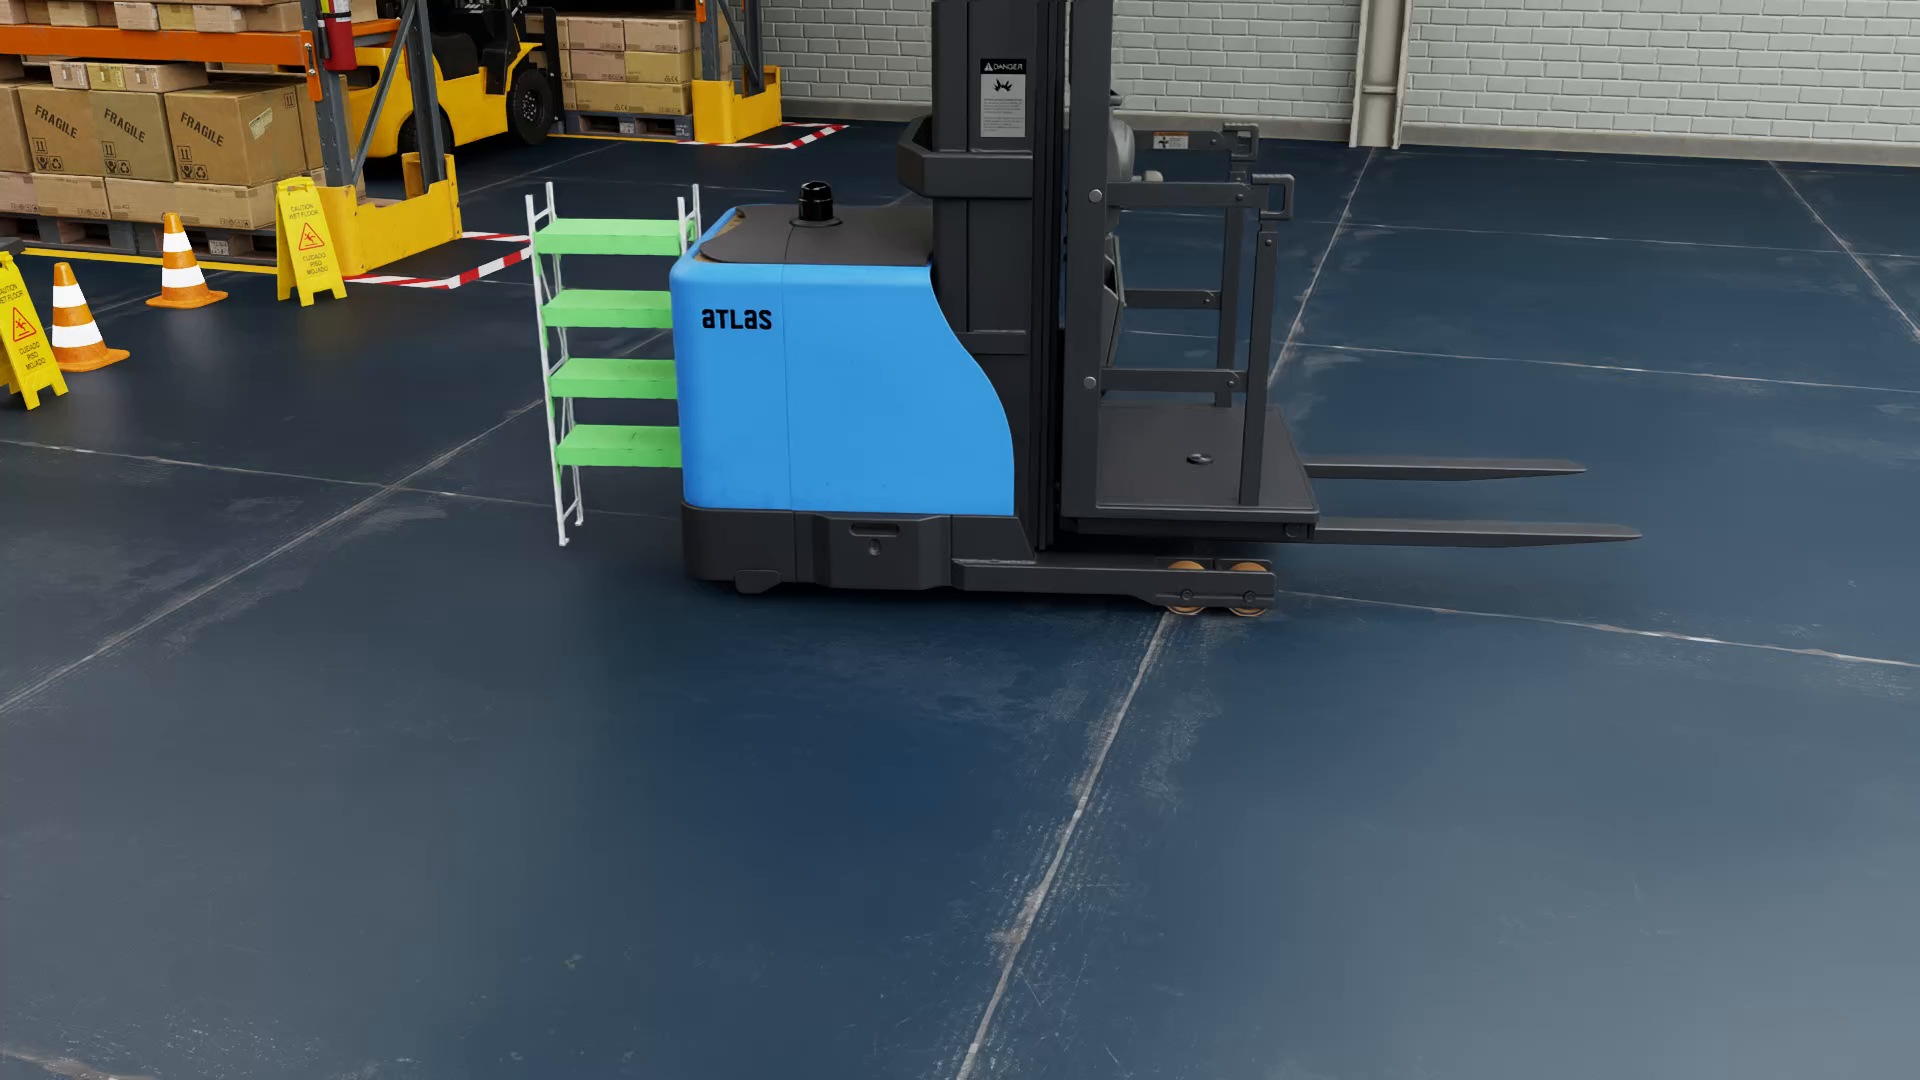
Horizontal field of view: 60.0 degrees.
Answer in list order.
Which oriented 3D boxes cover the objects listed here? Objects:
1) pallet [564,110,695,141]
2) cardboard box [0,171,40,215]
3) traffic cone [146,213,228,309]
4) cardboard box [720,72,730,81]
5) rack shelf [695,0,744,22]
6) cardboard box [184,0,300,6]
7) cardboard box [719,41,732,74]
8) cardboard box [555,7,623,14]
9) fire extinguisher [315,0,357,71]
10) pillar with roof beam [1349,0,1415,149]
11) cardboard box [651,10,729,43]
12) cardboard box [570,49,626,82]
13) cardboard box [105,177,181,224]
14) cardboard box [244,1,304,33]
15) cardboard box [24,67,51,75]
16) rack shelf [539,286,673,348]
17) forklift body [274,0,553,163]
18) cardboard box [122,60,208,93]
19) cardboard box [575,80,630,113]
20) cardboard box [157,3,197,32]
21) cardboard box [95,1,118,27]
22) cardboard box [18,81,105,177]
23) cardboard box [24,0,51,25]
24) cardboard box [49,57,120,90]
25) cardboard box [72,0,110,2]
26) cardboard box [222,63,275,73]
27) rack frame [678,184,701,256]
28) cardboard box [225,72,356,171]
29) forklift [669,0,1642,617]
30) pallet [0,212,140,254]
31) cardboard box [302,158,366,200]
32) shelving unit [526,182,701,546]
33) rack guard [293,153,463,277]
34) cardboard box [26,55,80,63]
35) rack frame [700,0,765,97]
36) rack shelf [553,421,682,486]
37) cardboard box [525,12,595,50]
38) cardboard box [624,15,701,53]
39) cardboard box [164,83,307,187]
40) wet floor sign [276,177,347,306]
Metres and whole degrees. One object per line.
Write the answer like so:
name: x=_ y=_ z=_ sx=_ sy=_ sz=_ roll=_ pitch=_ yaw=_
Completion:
pallet: x=-2.664 y=-3.676 z=14.452 sx=1.213 sy=0.211 sz=1.003 roll=7 pitch=23 yaw=16
cardboard box: x=-5.670 y=-2.179 z=10.200 sx=0.500 sy=0.250 sz=0.500 roll=6 pitch=23 yaw=15
traffic cone: x=-4.134 y=-1.498 z=8.812 sx=0.334 sy=0.463 sz=0.336 roll=7 pitch=23 yaw=16
cardboard box: x=-2.334 y=-3.944 z=14.502 sx=0.500 sy=0.250 sz=0.500 roll=7 pitch=23 yaw=16
rack shelf: x=-3.835 y=-4.783 z=14.427 sx=4.000 sy=0.370 sz=1.077 roll=7 pitch=23 yaw=16
cardboard box: x=-3.949 y=-3.236 z=9.184 sx=0.500 sy=0.500 sz=0.500 roll=6 pitch=23 yaw=15
cardboard box: x=-2.310 y=-4.177 z=14.413 sx=0.500 sy=0.250 sz=0.500 roll=7 pitch=23 yaw=16
cardboard box: x=-3.280 y=-4.515 z=14.578 sx=0.500 sy=0.250 sz=0.500 roll=6 pitch=23 yaw=15
fire extinguisher: x=-3.374 y=-2.877 z=8.934 sx=0.183 sy=0.674 sz=0.296 roll=7 pitch=23 yaw=16
pillar with roof beam: x=2.175 y=-5.854 z=8.185 sx=0.400 sy=9.000 sz=9.100 roll=7 pitch=23 yaw=16
cardboard box: x=-2.325 y=-4.403 z=14.304 sx=0.500 sy=0.250 sz=0.500 roll=6 pitch=23 yaw=15
cardboard box: x=-2.953 y=-4.049 z=14.100 sx=0.500 sy=0.250 sz=0.500 roll=6 pitch=23 yaw=15
cardboard box: x=-4.695 y=-2.066 z=9.923 sx=0.500 sy=0.250 sz=0.500 roll=7 pitch=23 yaw=16
cardboard box: x=-3.770 y=-2.940 z=9.316 sx=0.250 sy=0.149 sz=0.380 roll=7 pitch=23 yaw=17
cardboard box: x=-5.559 y=-2.723 z=10.537 sx=0.500 sy=0.500 sz=0.500 roll=8 pitch=24 yaw=18
rack shelf: x=-1.118 y=-0.737 z=5.522 sx=0.480 sy=0.148 sz=0.258 roll=1 pitch=22 yaw=3
forklift body: x=-4.262 y=-4.049 z=12.808 sx=1.214 sy=2.155 sz=2.313 roll=7 pitch=23 yaw=16
cardboard box: x=-4.563 y=-2.671 z=9.557 sx=0.250 sy=0.149 sz=0.380 roll=7 pitch=23 yaw=17
cardboard box: x=-2.934 y=-3.814 z=14.185 sx=0.500 sy=0.250 sz=0.500 roll=7 pitch=23 yaw=15
cardboard box: x=-4.284 y=-2.964 z=9.373 sx=0.250 sy=0.149 sz=0.380 roll=6 pitch=23 yaw=15
cardboard box: x=-4.744 y=-3.060 z=9.608 sx=0.250 sy=0.149 sz=0.380 roll=7 pitch=23 yaw=16
cardboard box: x=-5.174 y=-2.469 z=9.919 sx=0.500 sy=0.500 sz=0.500 roll=6 pitch=23 yaw=14
cardboard box: x=-5.228 y=-3.115 z=9.742 sx=0.250 sy=0.149 sz=0.380 roll=7 pitch=23 yaw=16
cardboard box: x=-5.055 y=-2.729 z=9.699 sx=0.250 sy=0.149 sz=0.380 roll=8 pitch=23 yaw=18
cardboard box: x=-4.905 y=-3.349 z=9.458 sx=0.500 sy=0.500 sz=0.500 roll=6 pitch=23 yaw=15
cardboard box: x=-6.252 y=-4.484 z=15.325 sx=0.625 sy=0.625 sz=0.875 roll=8 pitch=24 yaw=18
rack frame: x=-0.874 y=-0.568 z=5.574 sx=0.015 sy=1.200 sz=0.240 roll=1 pitch=22 yaw=3
cardboard box: x=-4.065 y=-2.554 z=10.124 sx=0.500 sy=0.500 sz=0.500 roll=6 pitch=23 yaw=14
forklift: x=0.651 y=-1.325 z=5.138 sx=3.031 sy=2.935 sz=1.130 roll=1 pitch=22 yaw=3
pallet: x=-5.355 y=-2.048 z=10.484 sx=1.213 sy=0.211 sz=1.003 roll=7 pitch=23 yaw=16
cardboard box: x=-4.042 y=-2.204 z=10.261 sx=0.500 sy=0.250 sz=0.500 roll=6 pitch=23 yaw=15
shelving unit: x=-1.118 y=-0.574 z=5.589 sx=0.503 sy=1.200 sz=0.258 roll=1 pitch=22 yaw=3
rack guard: x=-3.423 y=-1.945 z=9.853 sx=0.348 sy=0.500 sz=1.175 roll=7 pitch=23 yaw=16
cardboard box: x=-8.358 y=-4.727 z=15.918 sx=0.625 sy=0.625 sz=0.875 roll=7 pitch=23 yaw=17
rack frame: x=-1.920 y=-4.897 z=13.756 sx=0.127 sy=3.000 sz=1.000 roll=7 pitch=23 yaw=16
rack shelf: x=-1.118 y=-0.293 z=5.704 sx=0.480 sy=0.148 sz=0.258 roll=1 pitch=22 yaw=3
cardboard box: x=-3.427 y=-4.324 z=14.112 sx=0.500 sy=0.250 sz=0.500 roll=7 pitch=23 yaw=16
cardboard box: x=-2.451 y=-4.219 z=13.855 sx=0.500 sy=0.250 sz=0.500 roll=7 pitch=23 yaw=17
cardboard box: x=-4.192 y=-2.355 z=9.641 sx=0.500 sy=0.500 sz=0.500 roll=7 pitch=23 yaw=16
wet floor sign: x=-3.477 y=-1.594 z=8.806 sx=0.232 sy=0.644 sz=0.267 roll=16 pitch=27 yaw=34
